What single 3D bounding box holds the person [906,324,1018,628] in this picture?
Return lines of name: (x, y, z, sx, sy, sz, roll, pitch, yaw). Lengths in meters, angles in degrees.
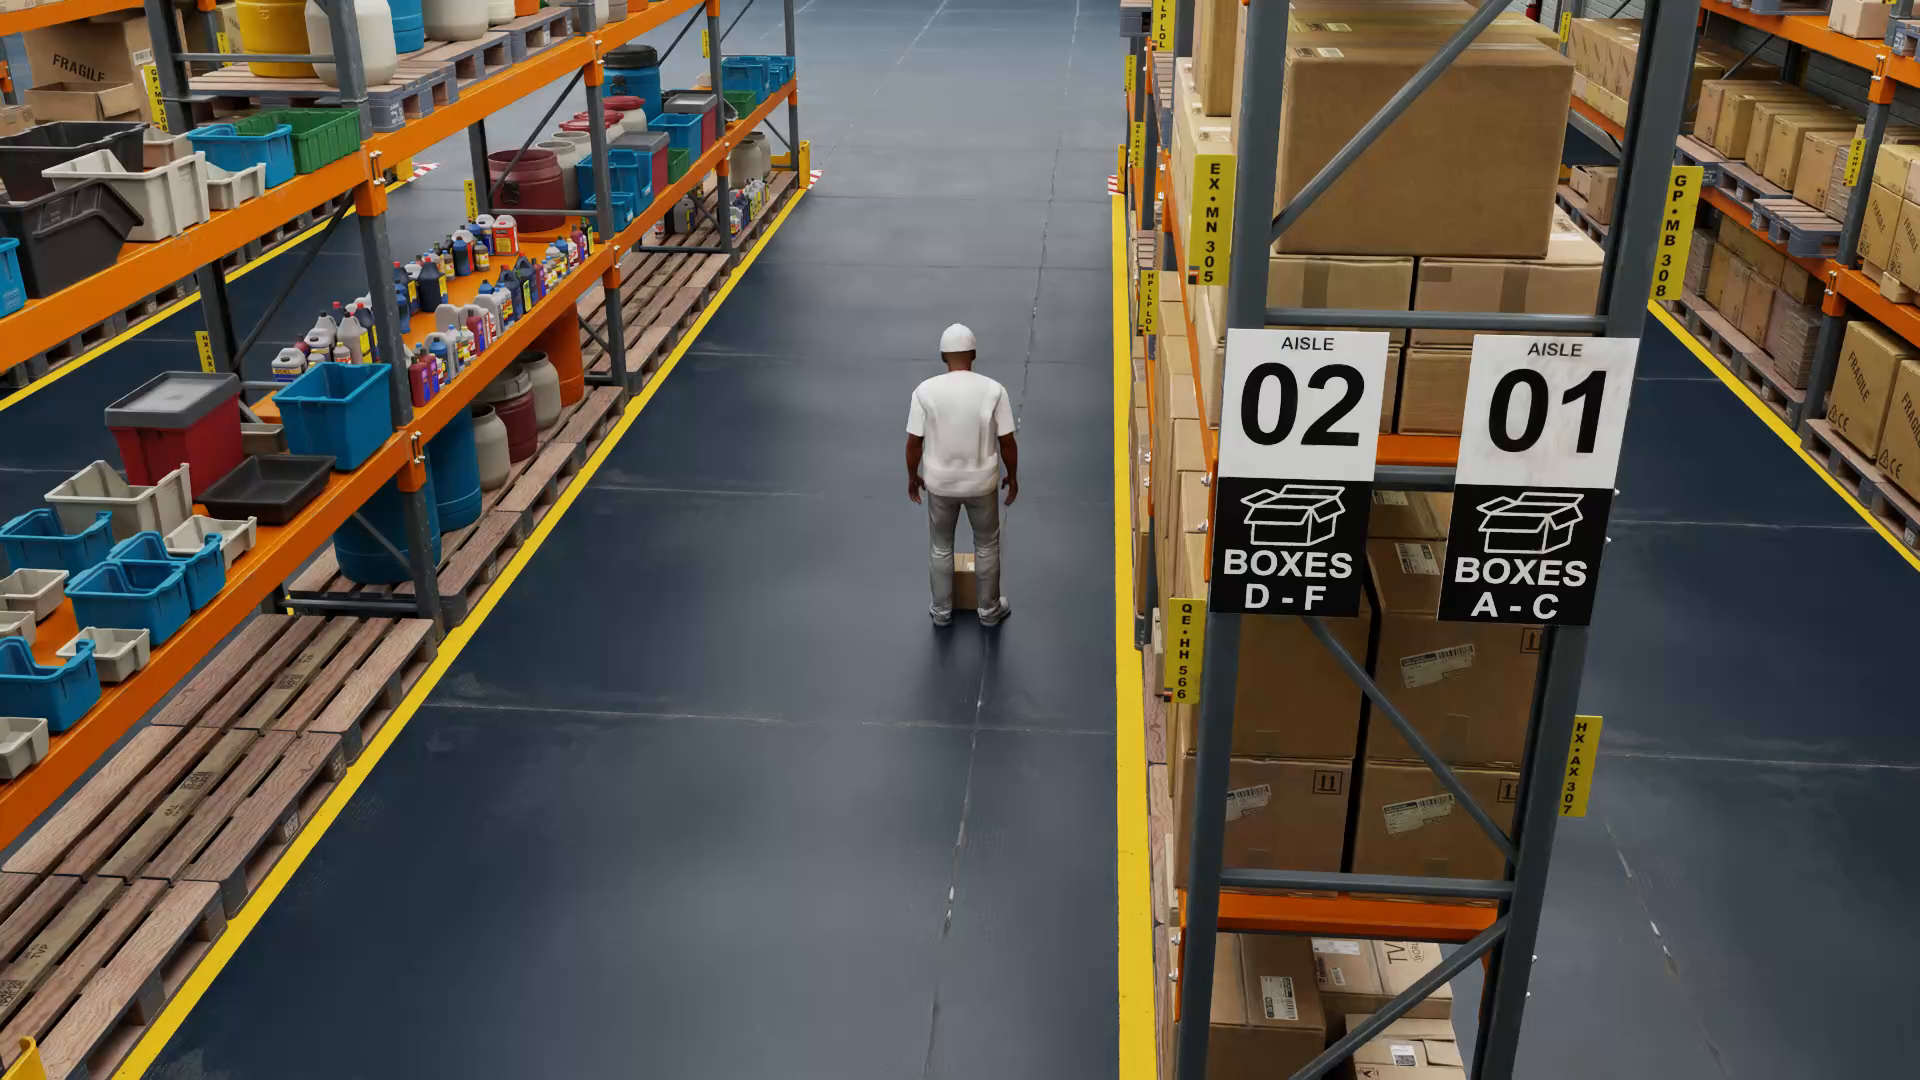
person: (0.013, -0.346, 9.346, 0.628, 1.761, 0.457, 1, 24, 3)
